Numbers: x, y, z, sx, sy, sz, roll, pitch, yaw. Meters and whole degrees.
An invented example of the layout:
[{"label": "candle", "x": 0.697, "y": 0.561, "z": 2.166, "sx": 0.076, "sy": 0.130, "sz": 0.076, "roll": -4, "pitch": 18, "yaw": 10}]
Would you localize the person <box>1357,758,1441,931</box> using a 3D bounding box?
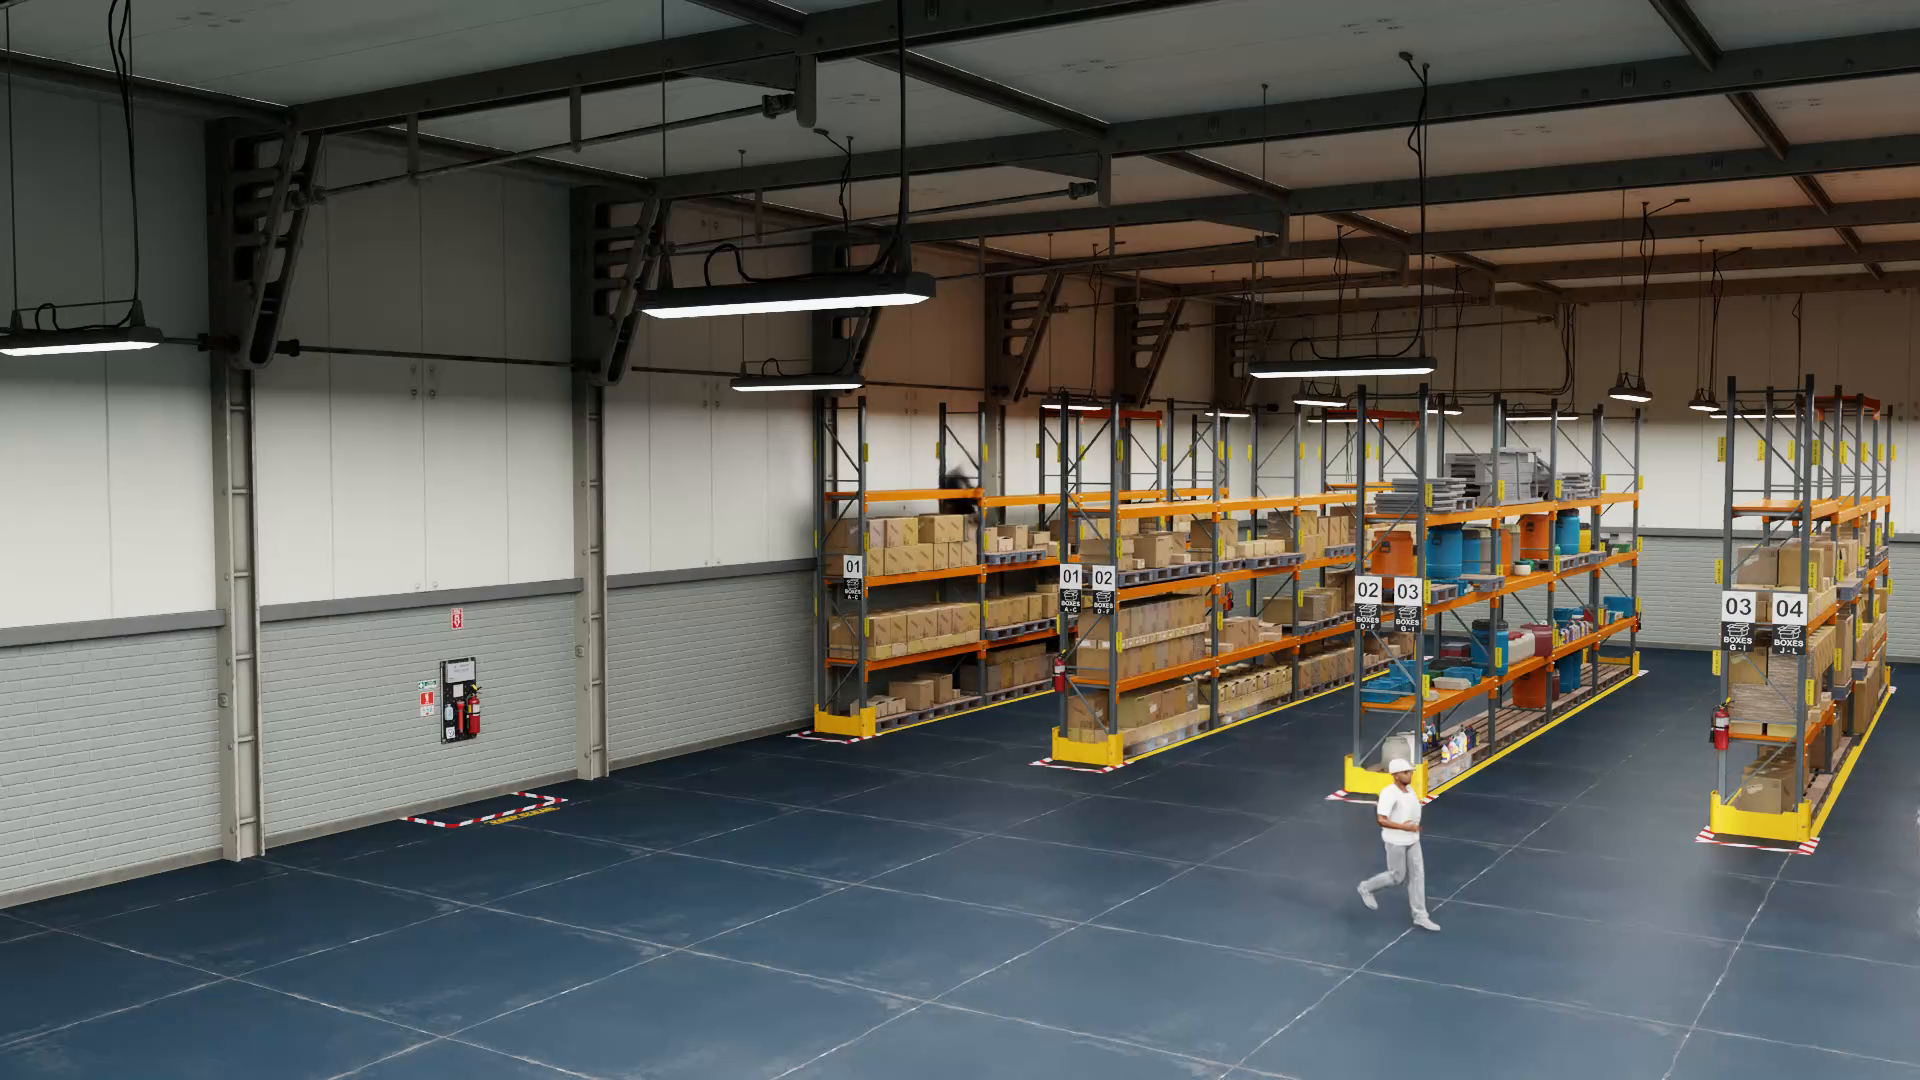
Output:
[{"label": "person", "x": 4.654, "y": 3.187, "z": 17.591, "sx": 0.700, "sy": 1.762, "sz": 0.956, "roll": -3, "pitch": 4, "yaw": -42}]
